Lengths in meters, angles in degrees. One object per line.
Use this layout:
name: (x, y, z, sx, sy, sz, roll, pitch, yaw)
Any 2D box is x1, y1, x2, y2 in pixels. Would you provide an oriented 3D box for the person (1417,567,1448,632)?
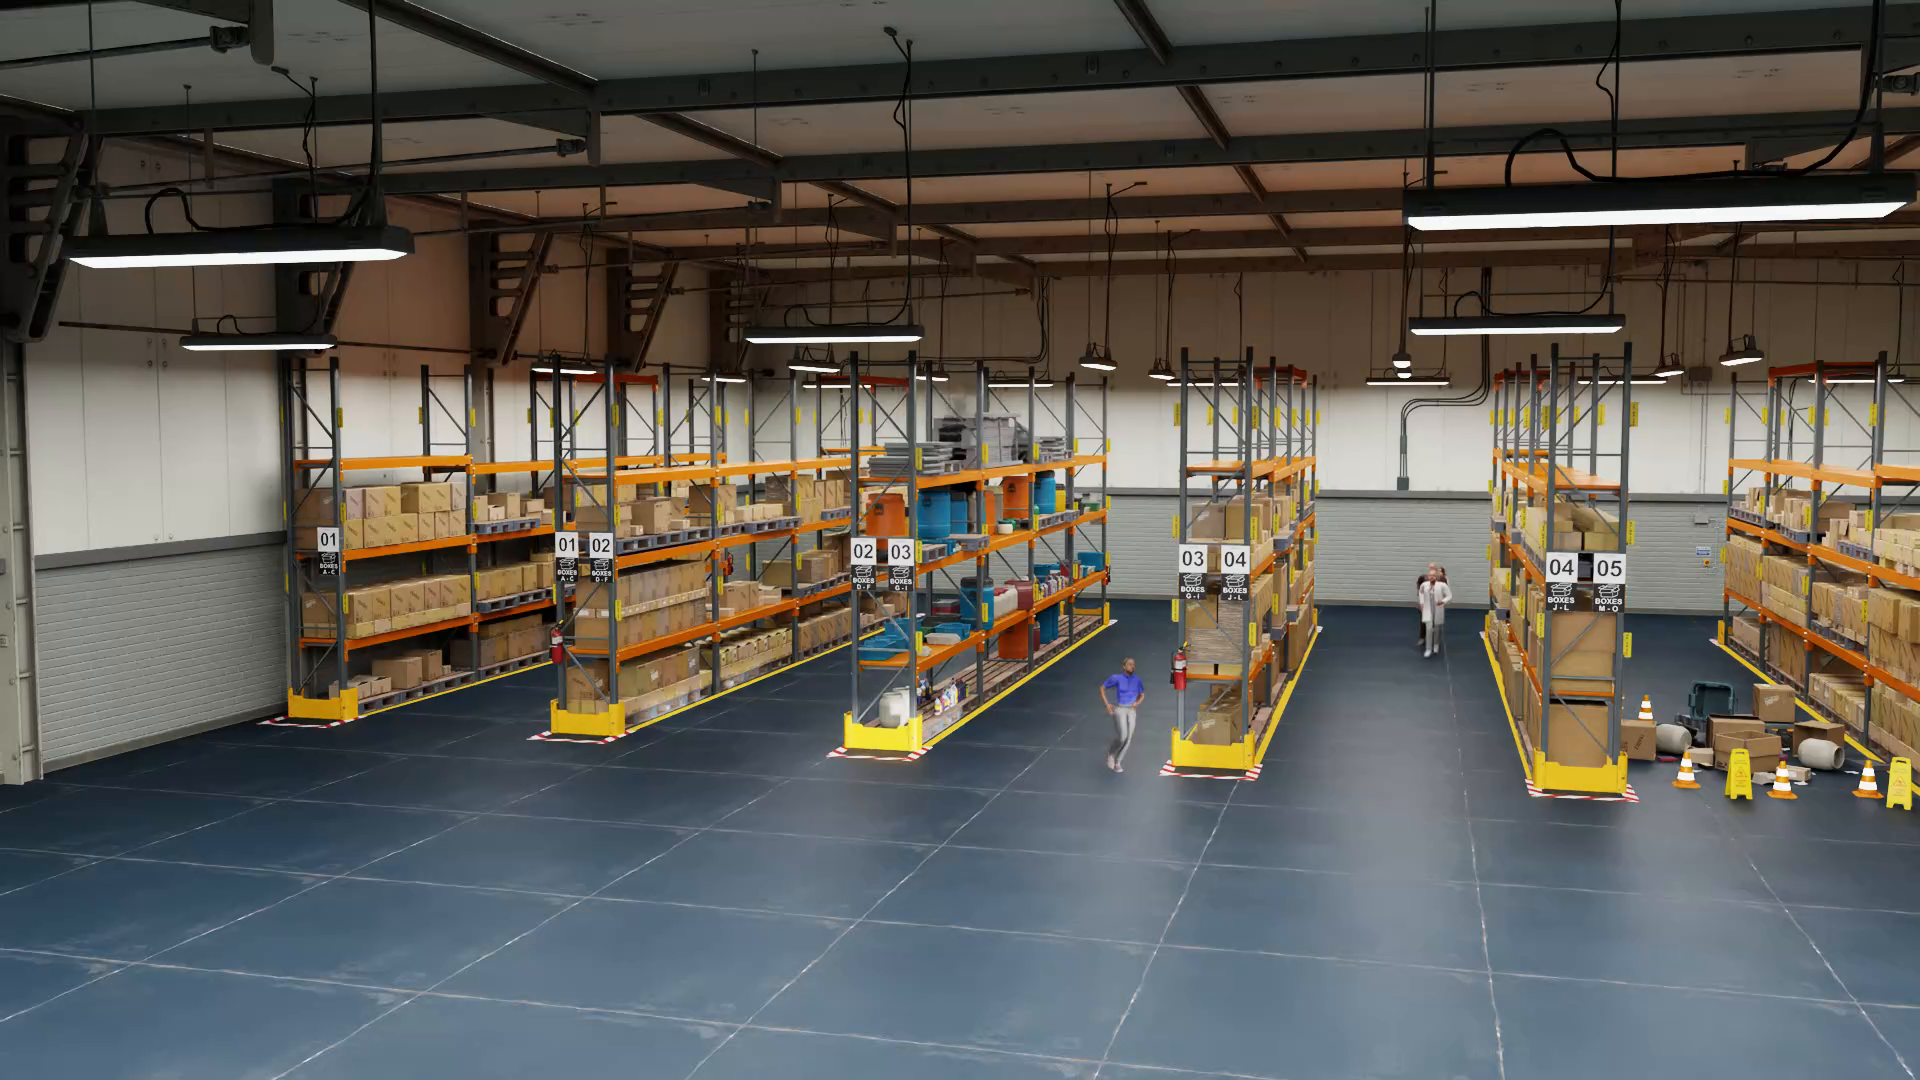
person: (11.069, 1.387, 38.738, 0.686, 1.560, 0.682, -4, 6, -43)

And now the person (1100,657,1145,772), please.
person: (2.353, 2.477, 23.556, 0.597, 1.621, 0.516, -2, 5, -23)

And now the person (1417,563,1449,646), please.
person: (10.460, 1.413, 36.810, 0.706, 1.827, 0.891, 1, 4, 18)

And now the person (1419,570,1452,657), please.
person: (9.957, 1.540, 34.885, 0.701, 1.734, 1.020, 2, 5, 21)
